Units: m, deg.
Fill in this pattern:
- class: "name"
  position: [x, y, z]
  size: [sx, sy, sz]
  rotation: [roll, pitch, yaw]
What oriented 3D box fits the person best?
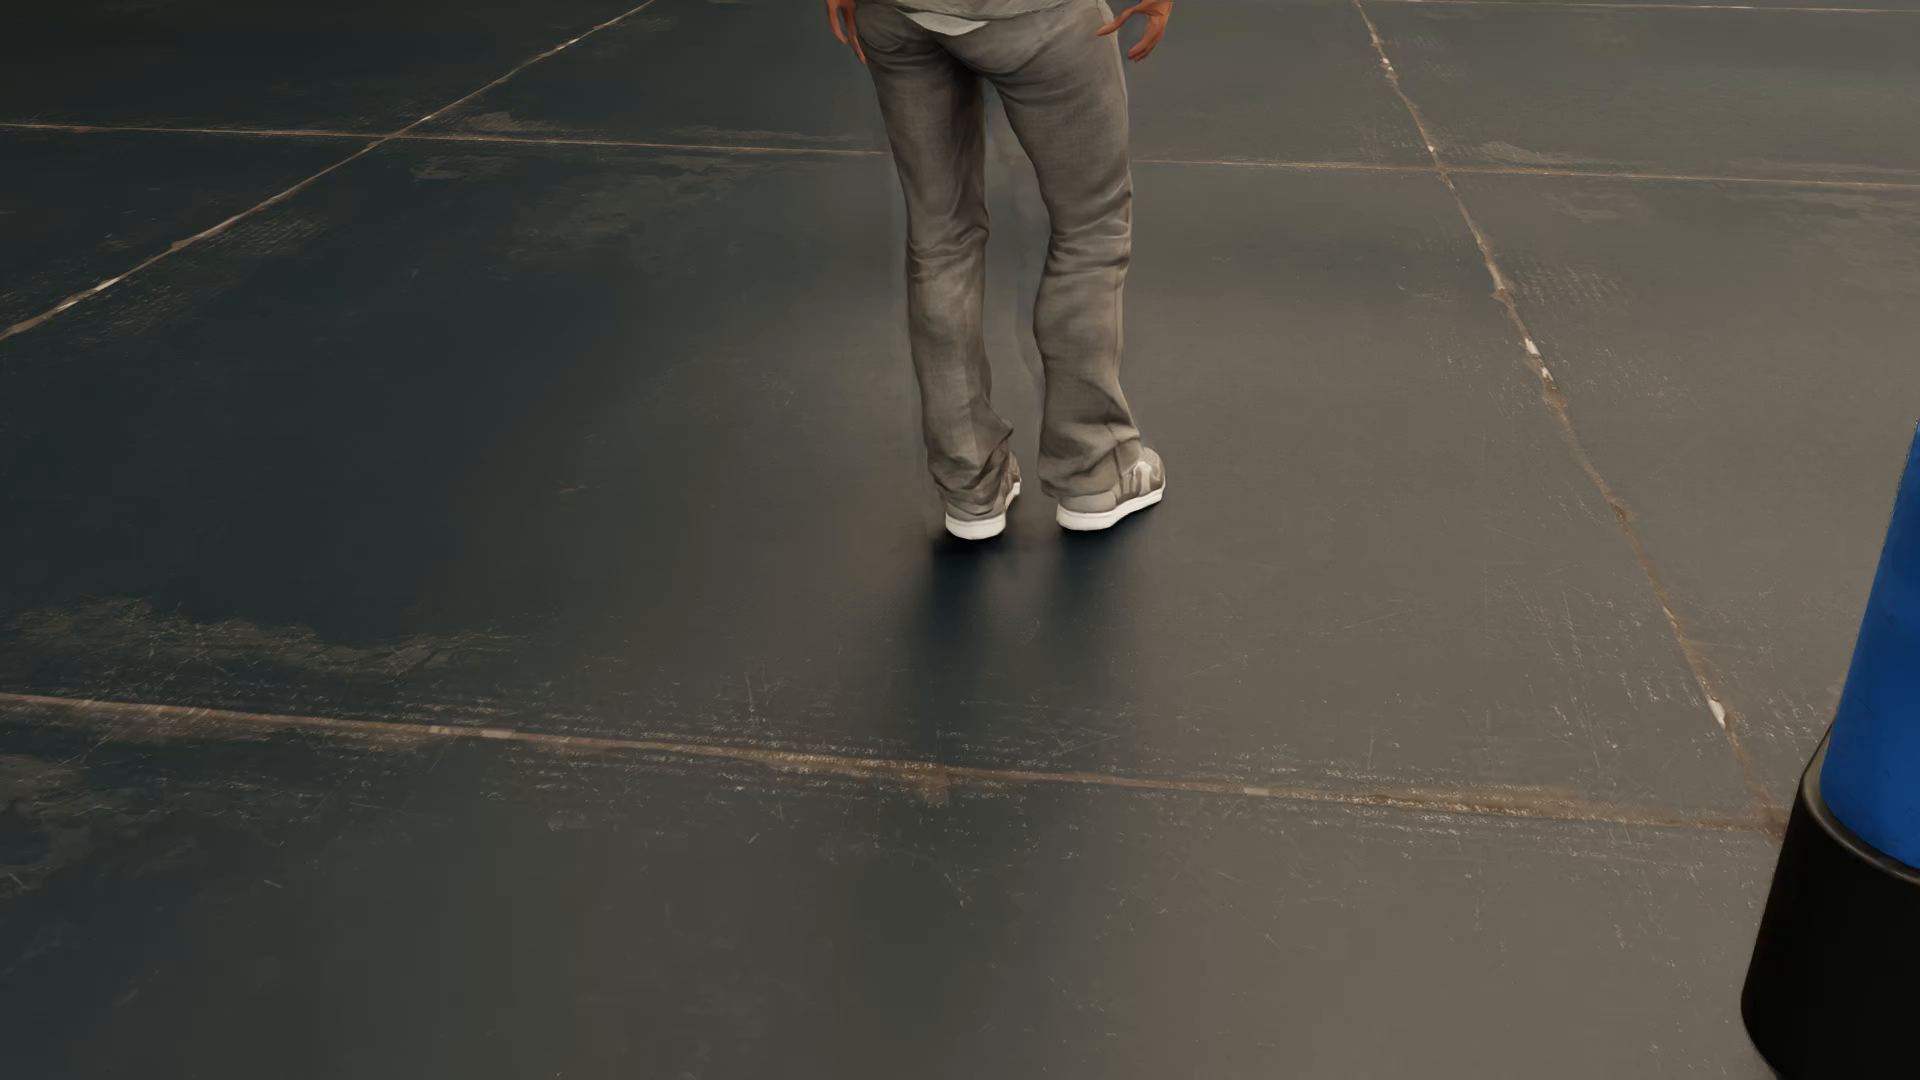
- class: "person"
  position: [0.075, -0.746, 2.237]
  size: [0.528, 1.574, 0.489]
  rotation: [18, 32, 32]
